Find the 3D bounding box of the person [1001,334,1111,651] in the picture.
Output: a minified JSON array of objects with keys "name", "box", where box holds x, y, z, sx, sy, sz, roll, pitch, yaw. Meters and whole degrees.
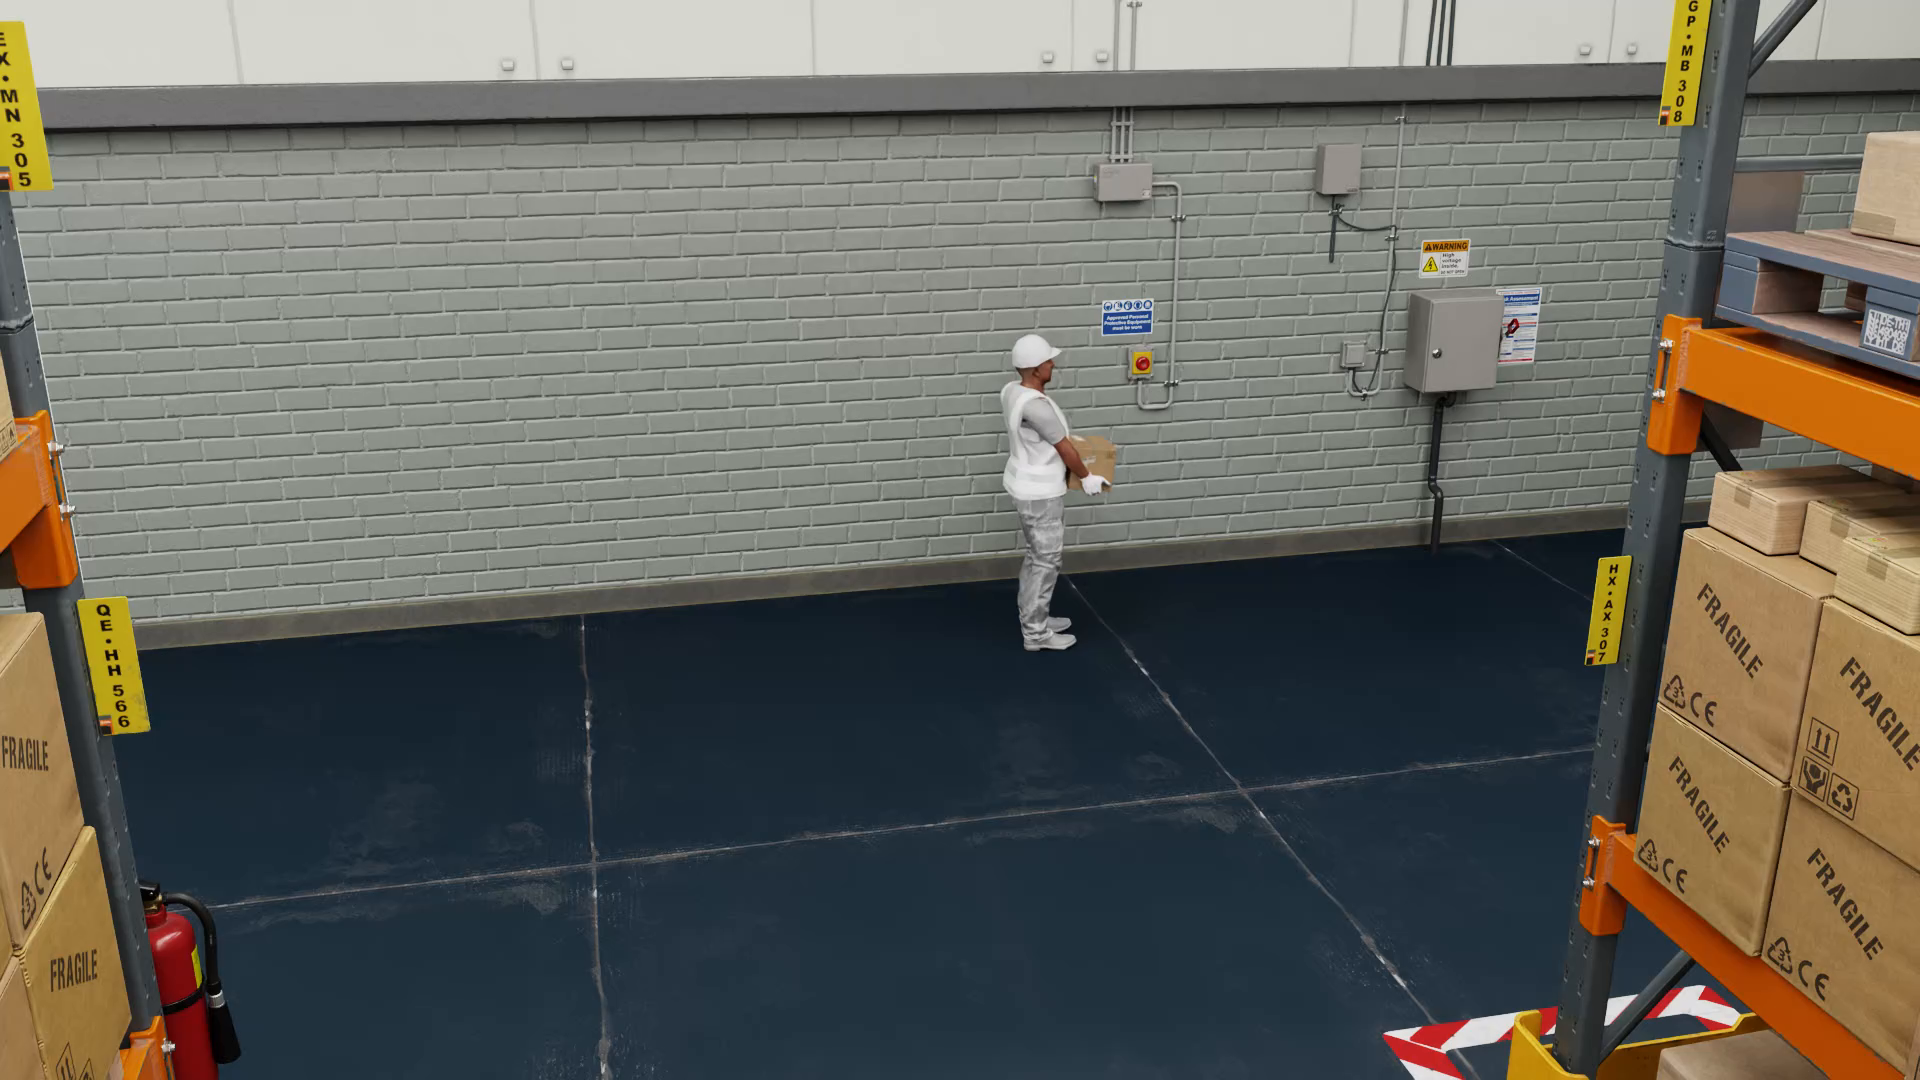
[{"name":"person","box":[0.529,-0.280,9.337,0.567,1.780,0.488,-4,20,-12]}]
